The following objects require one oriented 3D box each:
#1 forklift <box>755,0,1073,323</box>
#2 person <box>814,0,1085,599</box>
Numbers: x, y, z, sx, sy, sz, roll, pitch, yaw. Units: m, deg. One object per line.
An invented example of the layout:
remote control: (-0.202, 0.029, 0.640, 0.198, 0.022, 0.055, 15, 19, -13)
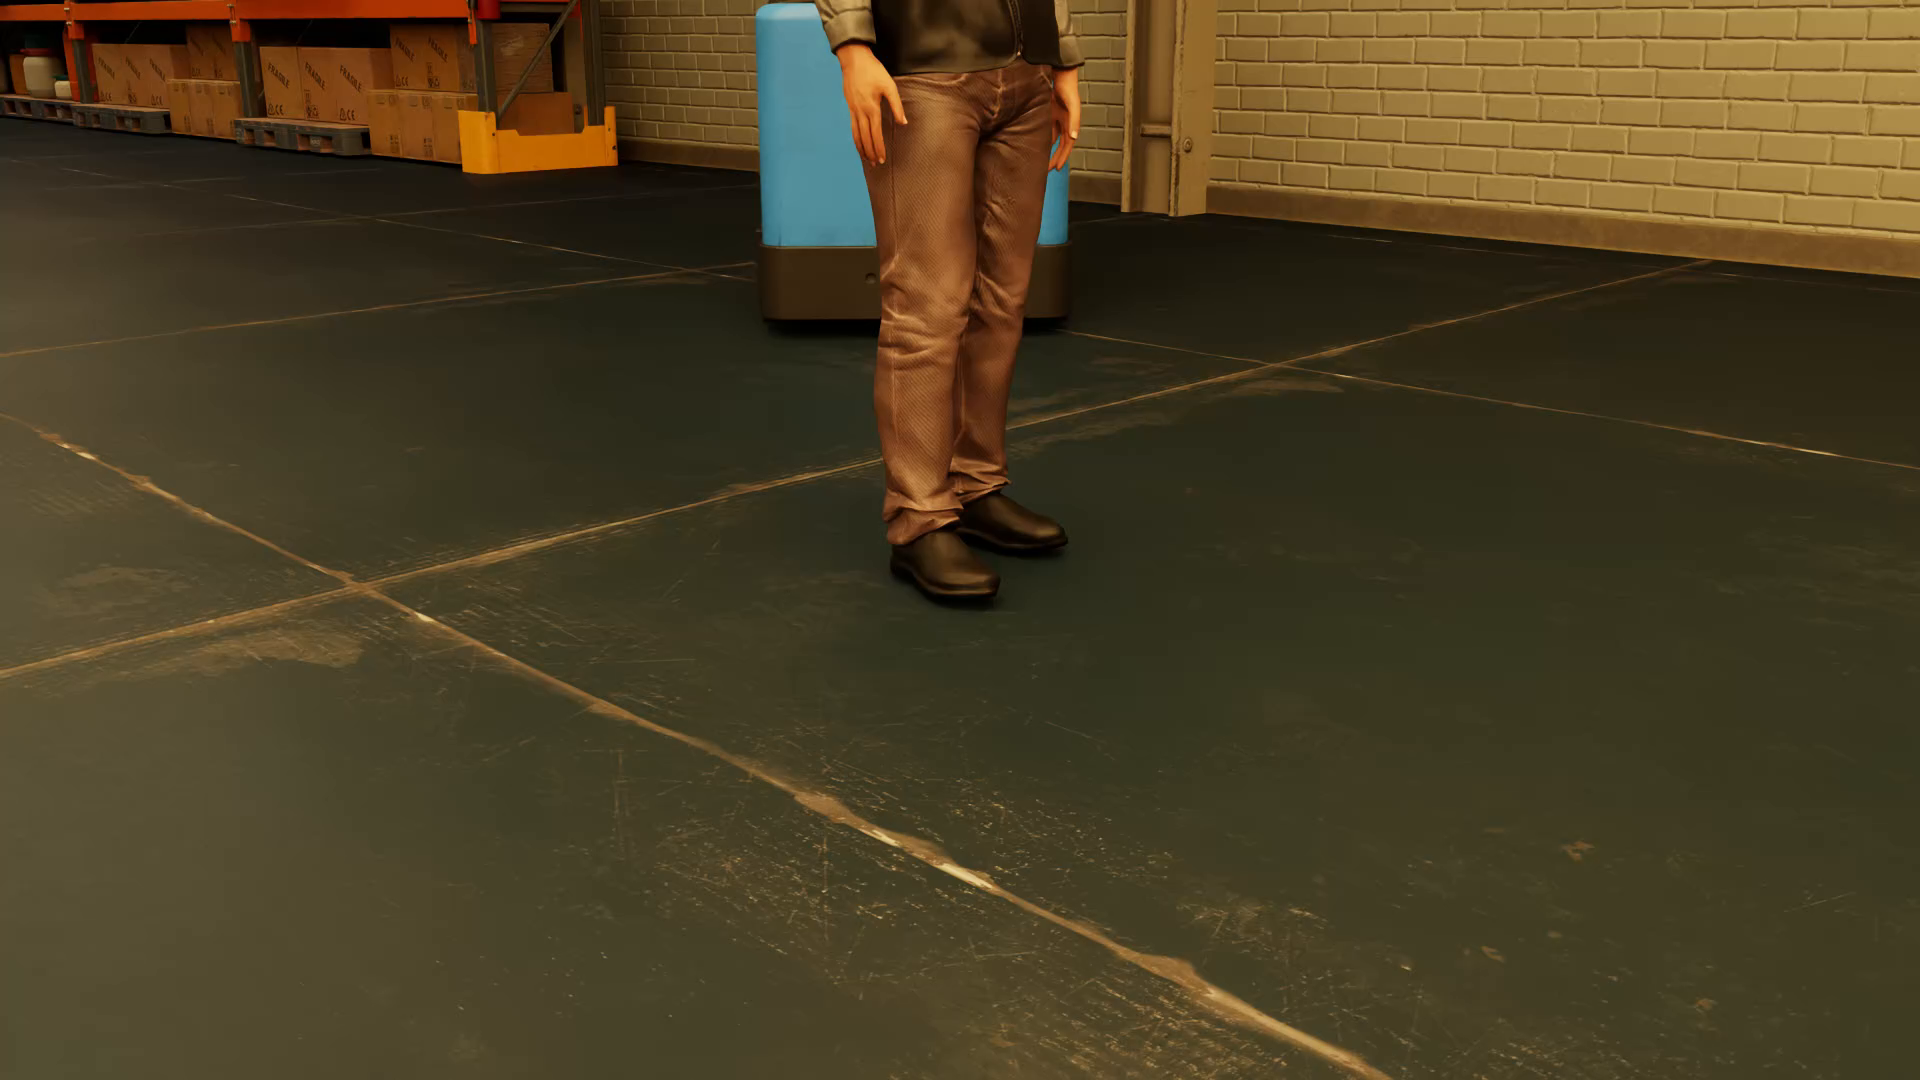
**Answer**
forklift: (-0.206, -2.513, 6.570, 1.130, 2.935, 3.031, -1, 17, -2)
person: (0.040, -0.815, 3.092, 0.566, 1.722, 0.633, 16, 23, 42)
